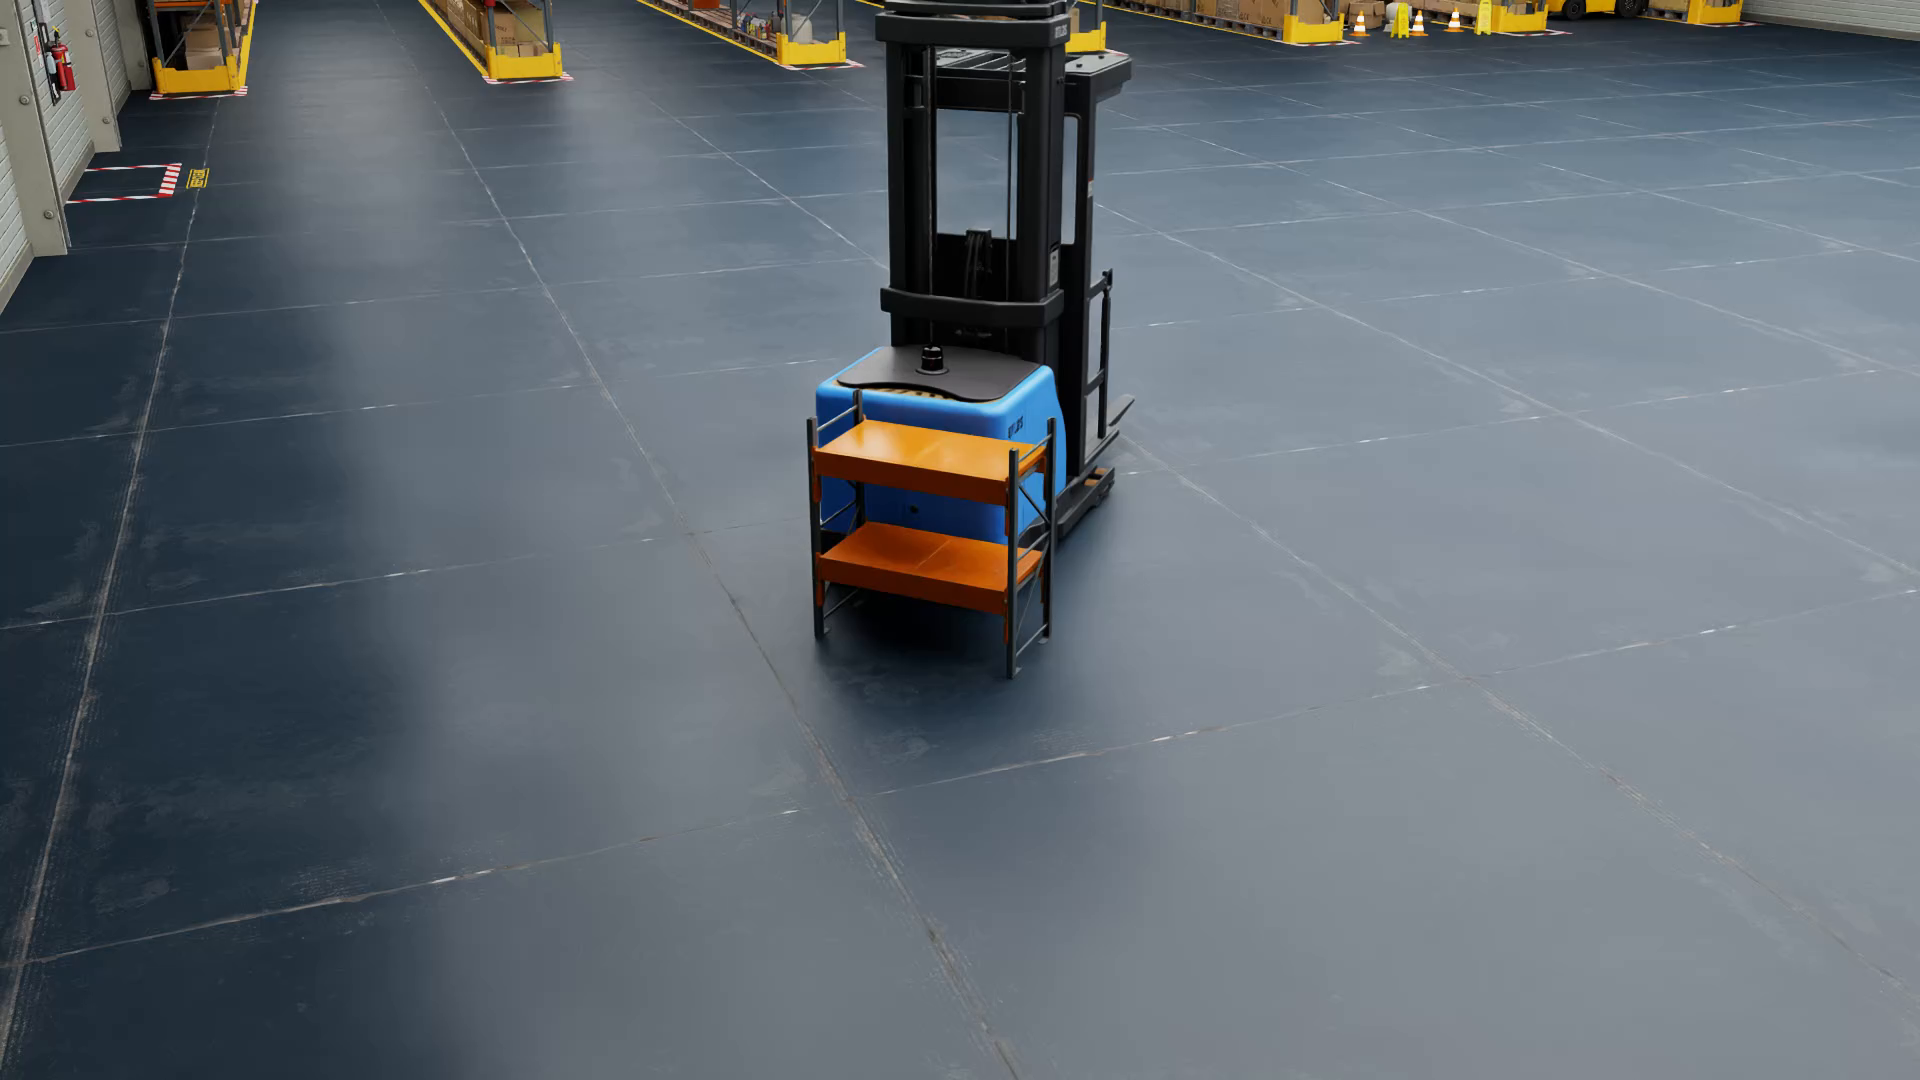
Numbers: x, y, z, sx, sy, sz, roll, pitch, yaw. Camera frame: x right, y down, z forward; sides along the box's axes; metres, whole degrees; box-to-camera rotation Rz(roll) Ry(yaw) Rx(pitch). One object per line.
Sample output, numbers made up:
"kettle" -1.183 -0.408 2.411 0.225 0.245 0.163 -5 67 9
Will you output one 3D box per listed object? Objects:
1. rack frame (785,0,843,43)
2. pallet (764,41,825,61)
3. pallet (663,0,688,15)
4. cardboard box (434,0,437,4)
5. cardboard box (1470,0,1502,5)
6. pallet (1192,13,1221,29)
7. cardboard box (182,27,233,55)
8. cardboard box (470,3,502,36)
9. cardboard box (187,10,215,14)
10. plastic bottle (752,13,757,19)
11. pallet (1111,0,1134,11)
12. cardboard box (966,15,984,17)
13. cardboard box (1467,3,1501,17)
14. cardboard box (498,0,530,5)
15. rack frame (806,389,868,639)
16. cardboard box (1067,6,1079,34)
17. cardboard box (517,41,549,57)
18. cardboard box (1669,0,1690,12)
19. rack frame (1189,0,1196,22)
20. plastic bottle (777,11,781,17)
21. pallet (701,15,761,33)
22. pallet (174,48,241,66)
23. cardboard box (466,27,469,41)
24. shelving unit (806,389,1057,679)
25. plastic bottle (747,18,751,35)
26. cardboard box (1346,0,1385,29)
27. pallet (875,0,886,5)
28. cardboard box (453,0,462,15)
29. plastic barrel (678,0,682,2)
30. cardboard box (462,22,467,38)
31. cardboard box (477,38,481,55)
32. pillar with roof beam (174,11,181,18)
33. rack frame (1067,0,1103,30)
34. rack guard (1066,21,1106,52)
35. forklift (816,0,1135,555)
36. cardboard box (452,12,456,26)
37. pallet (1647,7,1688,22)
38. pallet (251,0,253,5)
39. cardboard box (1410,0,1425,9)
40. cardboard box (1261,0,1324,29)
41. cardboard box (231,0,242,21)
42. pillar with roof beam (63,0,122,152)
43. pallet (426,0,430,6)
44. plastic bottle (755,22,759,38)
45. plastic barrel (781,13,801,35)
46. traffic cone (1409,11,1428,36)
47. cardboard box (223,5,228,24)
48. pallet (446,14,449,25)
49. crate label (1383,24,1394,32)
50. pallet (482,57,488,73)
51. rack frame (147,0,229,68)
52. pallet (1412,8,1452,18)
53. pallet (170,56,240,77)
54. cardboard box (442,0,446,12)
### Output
"rack frame" -2.515 -9.697 28.396 1.000 3.000 0.127 -8 24 -19
"pallet" -2.868 -8.729 29.690 1.003 0.211 1.213 -8 24 -19
"pallet" -6.086 -12.042 37.550 1.003 0.211 1.213 -8 24 -19
"cardboard box" -11.446 -12.221 37.035 0.500 0.500 0.500 -9 25 -21
"cardboard box" 10.863 -11.264 34.147 0.500 0.500 0.500 -8 24 -19
"pallet" 5.577 -10.902 34.845 1.003 0.211 1.213 -8 24 -19
"cardboard box" -12.357 -8.133 27.337 0.700 0.500 0.500 -10 25 -22
"cardboard box" -8.160 -8.988 28.748 0.500 0.500 0.500 -8 24 -19
"cardboard box" -13.630 -9.613 29.881 0.500 0.250 0.500 -9 24 -20
"plastic bottle" -3.896 -9.802 31.489 0.144 0.351 0.185 -8 24 -19
"pallet" 4.177 -12.346 38.270 1.003 0.211 1.213 -8 24 -19
"cardboard box" 0.509 -11.107 34.393 0.700 0.500 0.500 -10 25 -23
"cardboard box" 10.844 -10.929 34.317 0.500 0.250 0.500 -8 24 -19
"cardboard box" -7.849 -9.242 29.348 0.500 0.500 0.500 -8 24 -19
"rack frame" -0.593 -0.128 8.104 0.032 1.125 0.500 10 25 23
"cardboard box" 1.914 -9.648 30.956 0.500 0.500 0.500 -4 23 -9
"cardboard box" -7.131 -8.171 27.774 0.500 0.250 0.500 -8 24 -19
"cardboard box" 15.571 -11.473 35.608 0.500 0.250 0.500 -8 24 -19
"rack frame" 5.382 -12.474 34.984 1.000 3.000 0.127 -8 24 -19
"plastic bottle" -3.431 -9.938 31.812 0.144 0.351 0.185 -9 24 -20
"pallet" -4.676 -10.590 34.104 1.003 0.211 1.213 -8 24 -19
"pallet" -12.926 -8.267 28.593 1.003 0.211 1.213 -8 24 -19
"cardboard box" -8.683 -9.189 30.189 0.500 0.250 0.500 -8 24 -19
"shelving unit" -0.131 -0.045 7.909 1.048 1.125 0.538 10 25 23
"plastic bottle" -3.945 -9.617 31.137 0.061 0.283 0.133 -7 24 -17
"cardboard box" 8.401 -10.877 34.409 0.637 0.503 0.797 12 26 27
"pallet" -1.343 -12.738 39.201 1.003 0.211 1.213 -8 24 -19
"cardboard box" -9.512 -10.318 32.146 0.500 0.311 0.500 -9 24 -20
"plastic barrel" -6.212 -12.430 37.542 0.421 0.512 0.421 0 23 0
"cardboard box" -8.981 -9.510 30.950 0.500 0.250 0.500 -9 24 -20
"cardboard box" -7.982 -8.461 28.463 0.500 0.250 0.500 -8 24 -19
"pillar with roof beam" -13.051 -16.189 36.074 9.100 9.000 0.400 -8 24 -19
"rack frame" 2.119 -10.377 30.008 1.000 3.000 0.127 -8 24 -19
"rack guard" 2.092 -9.253 30.559 1.175 0.500 0.348 -8 24 -19
"forklift" 0.275 -1.595 9.261 1.130 2.935 3.031 9 24 20
"cardboard box" -9.698 -10.251 32.709 0.500 0.250 0.500 -9 24 -20
"pallet" 15.723 -11.406 36.040 1.003 0.211 1.213 -8 24 -19
"pallet" -17.080 -12.587 38.842 1.003 0.211 1.213 -8 24 -19
"cardboard box" 10.132 -11.673 36.082 0.500 0.250 0.500 -7 24 -16
"cardboard box" 6.493 -10.472 32.430 0.875 0.875 0.875 -8 24 -19
"cardboard box" -14.746 -10.733 33.080 0.750 0.750 0.750 -9 24 -20
"pillar with roof beam" -6.693 -9.649 20.556 9.100 9.000 0.400 -8 24 -19
"pallet" -12.066 -12.788 39.319 1.003 0.211 1.213 -8 24 -19
"plastic bottle" -3.686 -9.398 30.626 0.152 0.276 0.135 -9 24 -20
"plastic barrel" -2.996 -9.155 29.772 0.421 0.512 0.421 0 23 0
"traffic cone" 9.113 -10.271 33.023 0.336 0.463 0.334 -8 24 -19
"cardboard box" -14.031 -9.661 30.963 0.700 0.500 0.500 -8 24 -19
"pallet" -10.205 -10.917 34.881 1.003 0.211 1.213 -8 24 -19
"crate label" 8.777 -10.398 33.744 0.298 0.136 0.250 18 29 36
"pallet" -7.459 -8.006 27.974 1.003 0.211 1.213 -8 24 -19
"rack frame" -11.783 -8.338 25.171 1.000 3.000 0.127 -8 24 -19
"pallet" 10.247 -11.666 36.657 1.003 0.211 1.213 -8 24 -19
"pallet" -12.491 -7.823 27.540 1.003 0.211 1.213 -8 24 -19
"cardboard box" -10.709 -11.472 35.259 0.500 0.500 0.500 -9 25 -21
